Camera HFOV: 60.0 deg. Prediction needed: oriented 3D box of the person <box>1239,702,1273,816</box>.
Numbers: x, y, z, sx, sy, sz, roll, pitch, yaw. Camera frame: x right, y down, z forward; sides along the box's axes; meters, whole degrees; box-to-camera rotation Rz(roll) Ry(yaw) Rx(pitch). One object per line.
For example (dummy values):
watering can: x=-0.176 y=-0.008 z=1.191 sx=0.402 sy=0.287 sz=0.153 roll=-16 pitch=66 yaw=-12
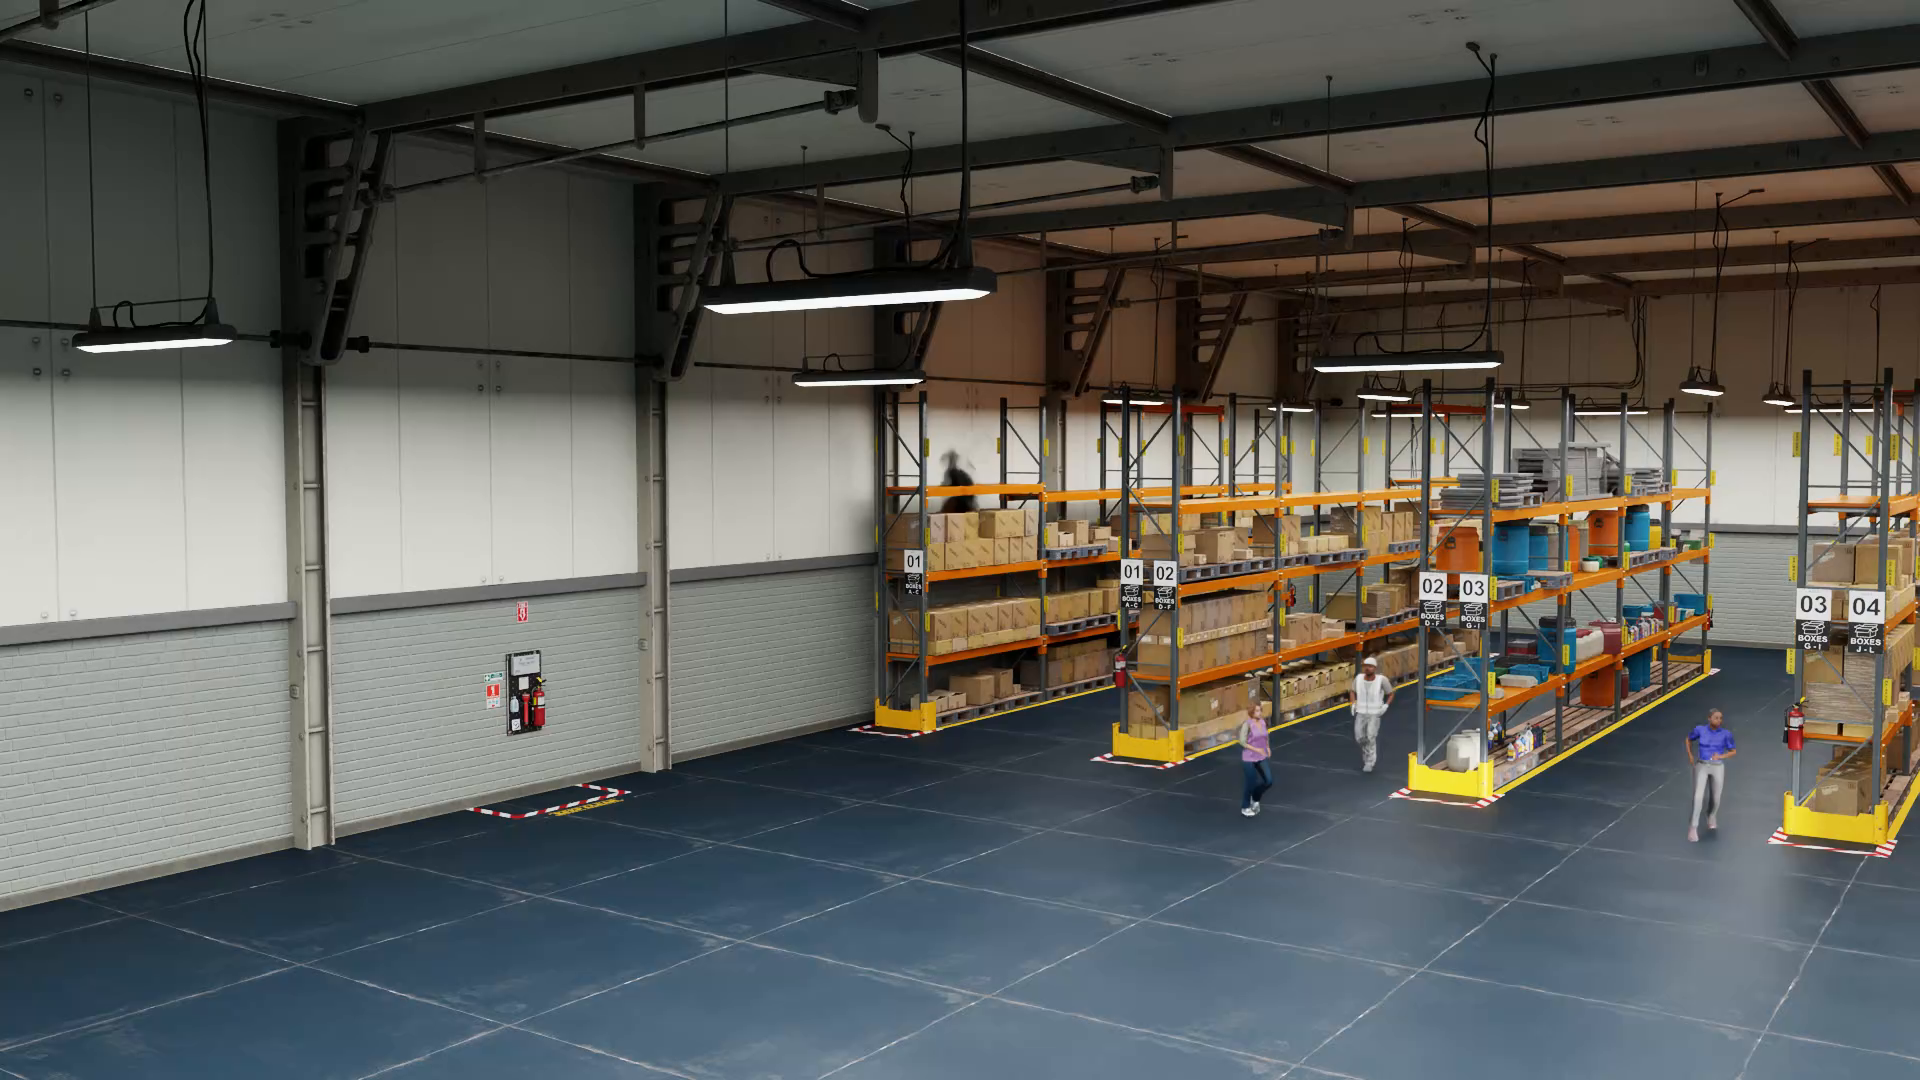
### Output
person: x=4.015 y=2.961 z=22.411 sx=0.577 sy=1.556 sz=0.584 roll=-2 pitch=4 yaw=-27

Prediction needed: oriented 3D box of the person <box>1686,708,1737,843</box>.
person: x=9.677 y=2.991 z=21.425 sx=0.592 sy=1.660 sz=0.942 roll=1 pitch=3 yaw=18

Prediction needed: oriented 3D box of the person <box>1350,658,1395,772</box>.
person: x=6.411 y=2.696 z=25.881 sx=0.704 sy=1.755 sz=0.619 roll=2 pitch=4 yaw=31
